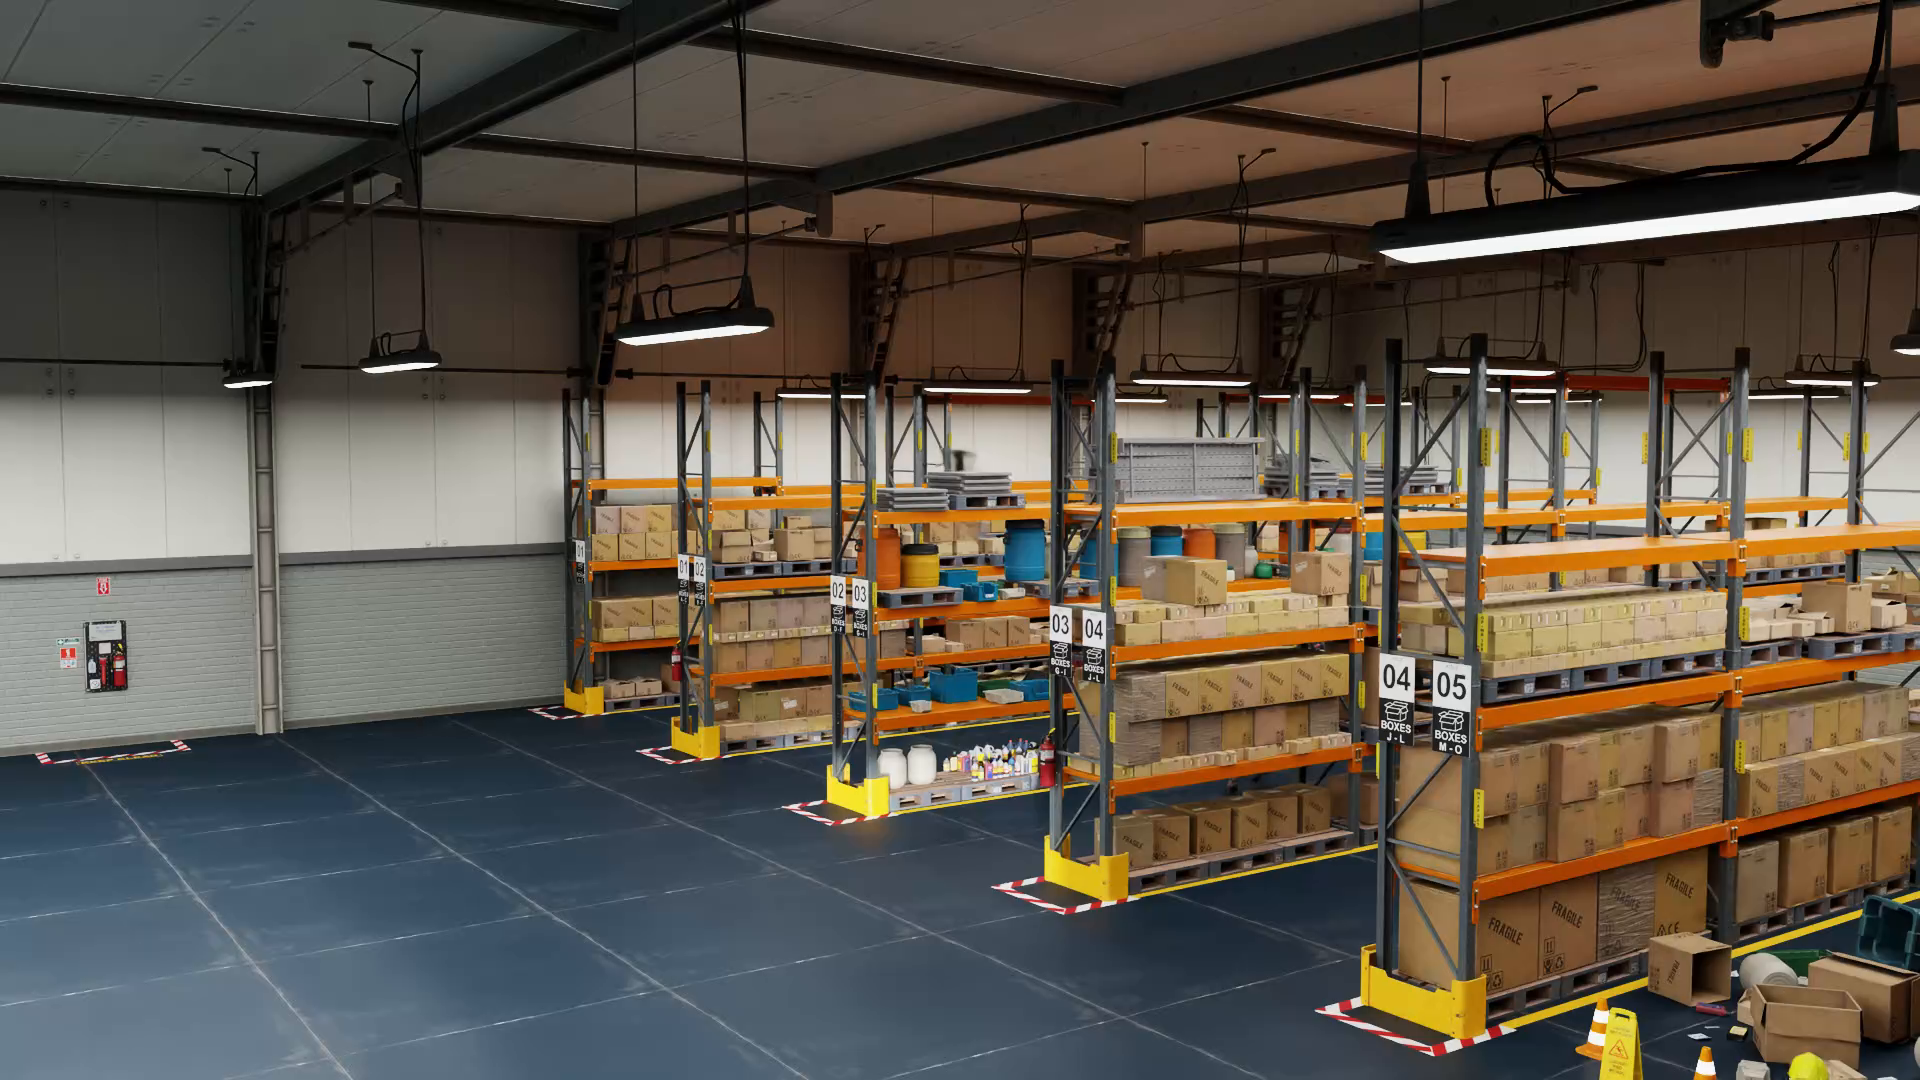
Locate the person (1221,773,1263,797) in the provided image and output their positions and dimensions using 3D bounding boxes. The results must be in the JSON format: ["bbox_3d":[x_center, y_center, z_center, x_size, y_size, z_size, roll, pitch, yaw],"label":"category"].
[{"bbox_3d":[4.127,2.824,23.918,0.698,1.681,1.012,3,5,43],"label":"person"}]

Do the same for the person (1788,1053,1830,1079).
[{"bbox_3d":[4.770,3.696,9.386,0.692,1.714,0.714,4,5,44],"label":"person"}]
